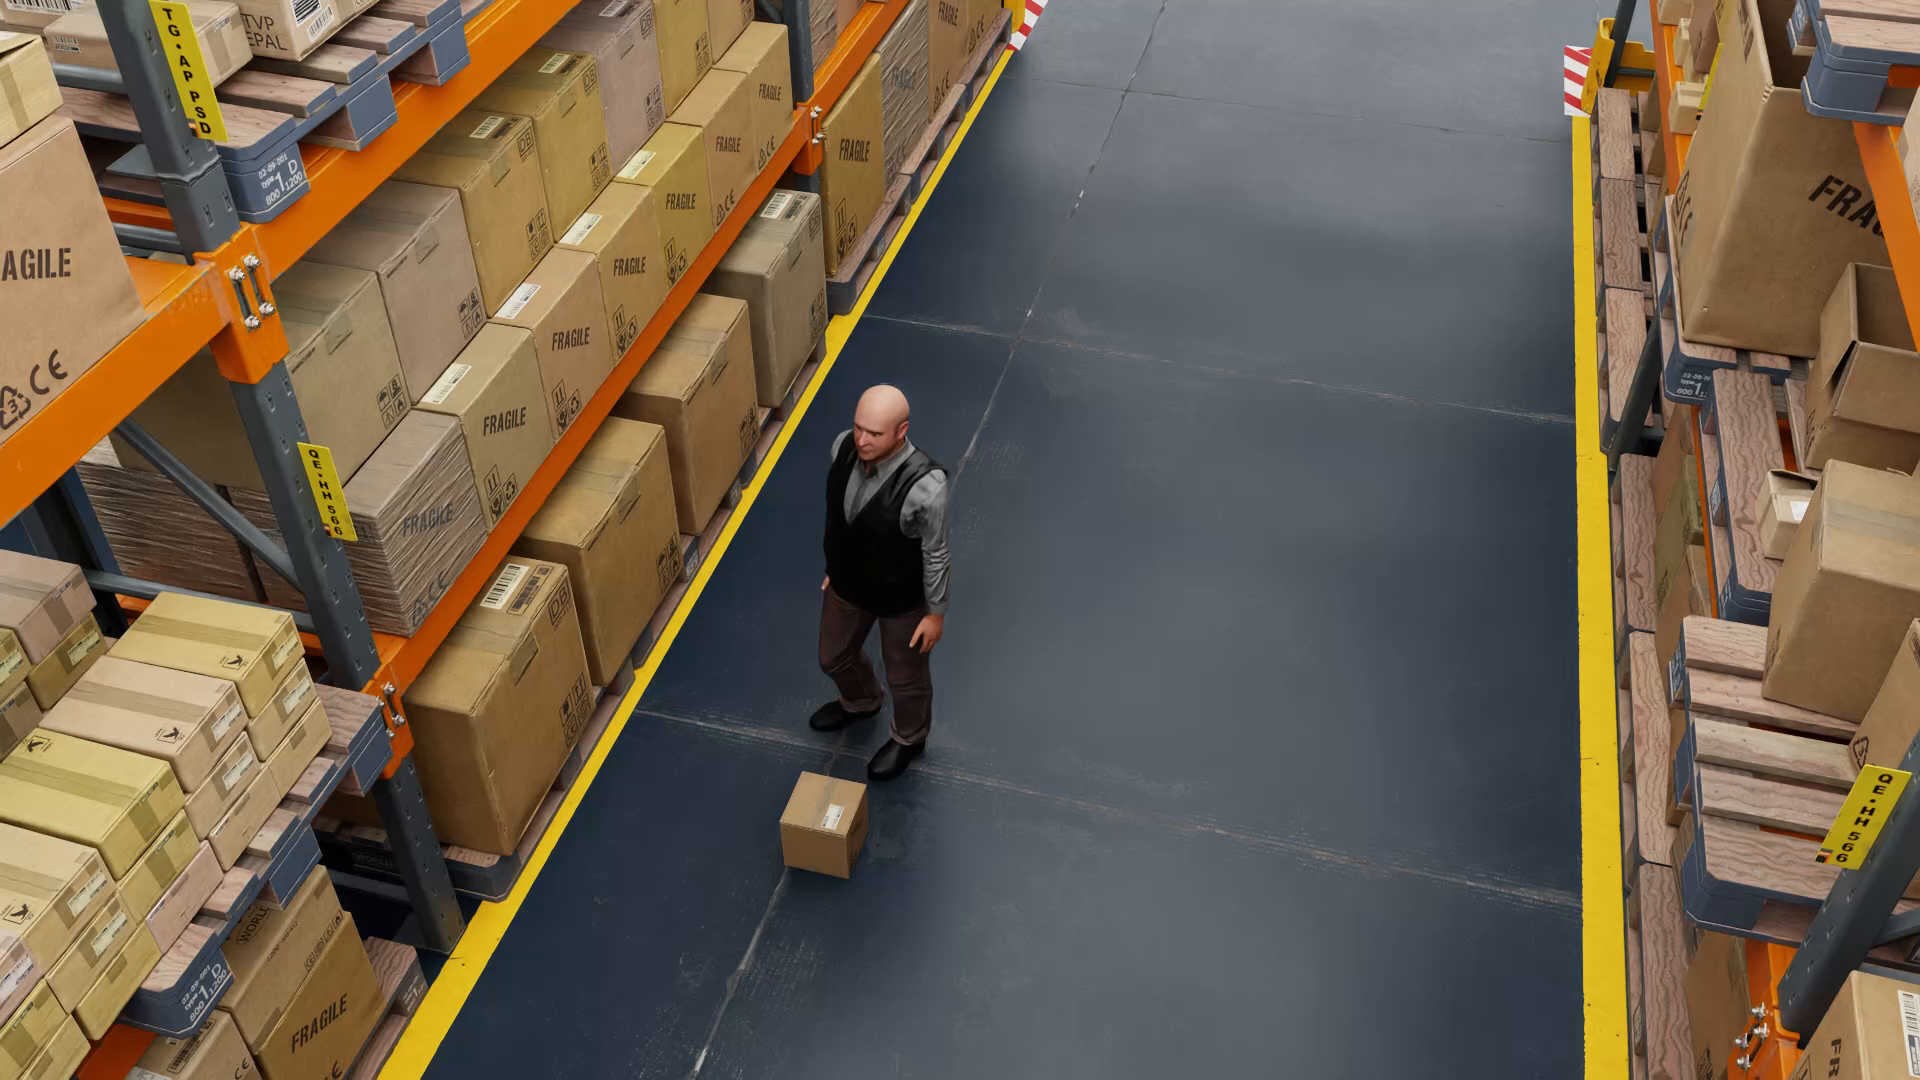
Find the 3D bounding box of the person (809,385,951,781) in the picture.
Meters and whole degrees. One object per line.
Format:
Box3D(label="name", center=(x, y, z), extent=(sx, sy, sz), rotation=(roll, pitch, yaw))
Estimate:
Box3D(label="person", center=(-0.301, 0.165, 5.987), extent=(0.647, 1.736, 0.354), rotation=(27, 47, 28))
